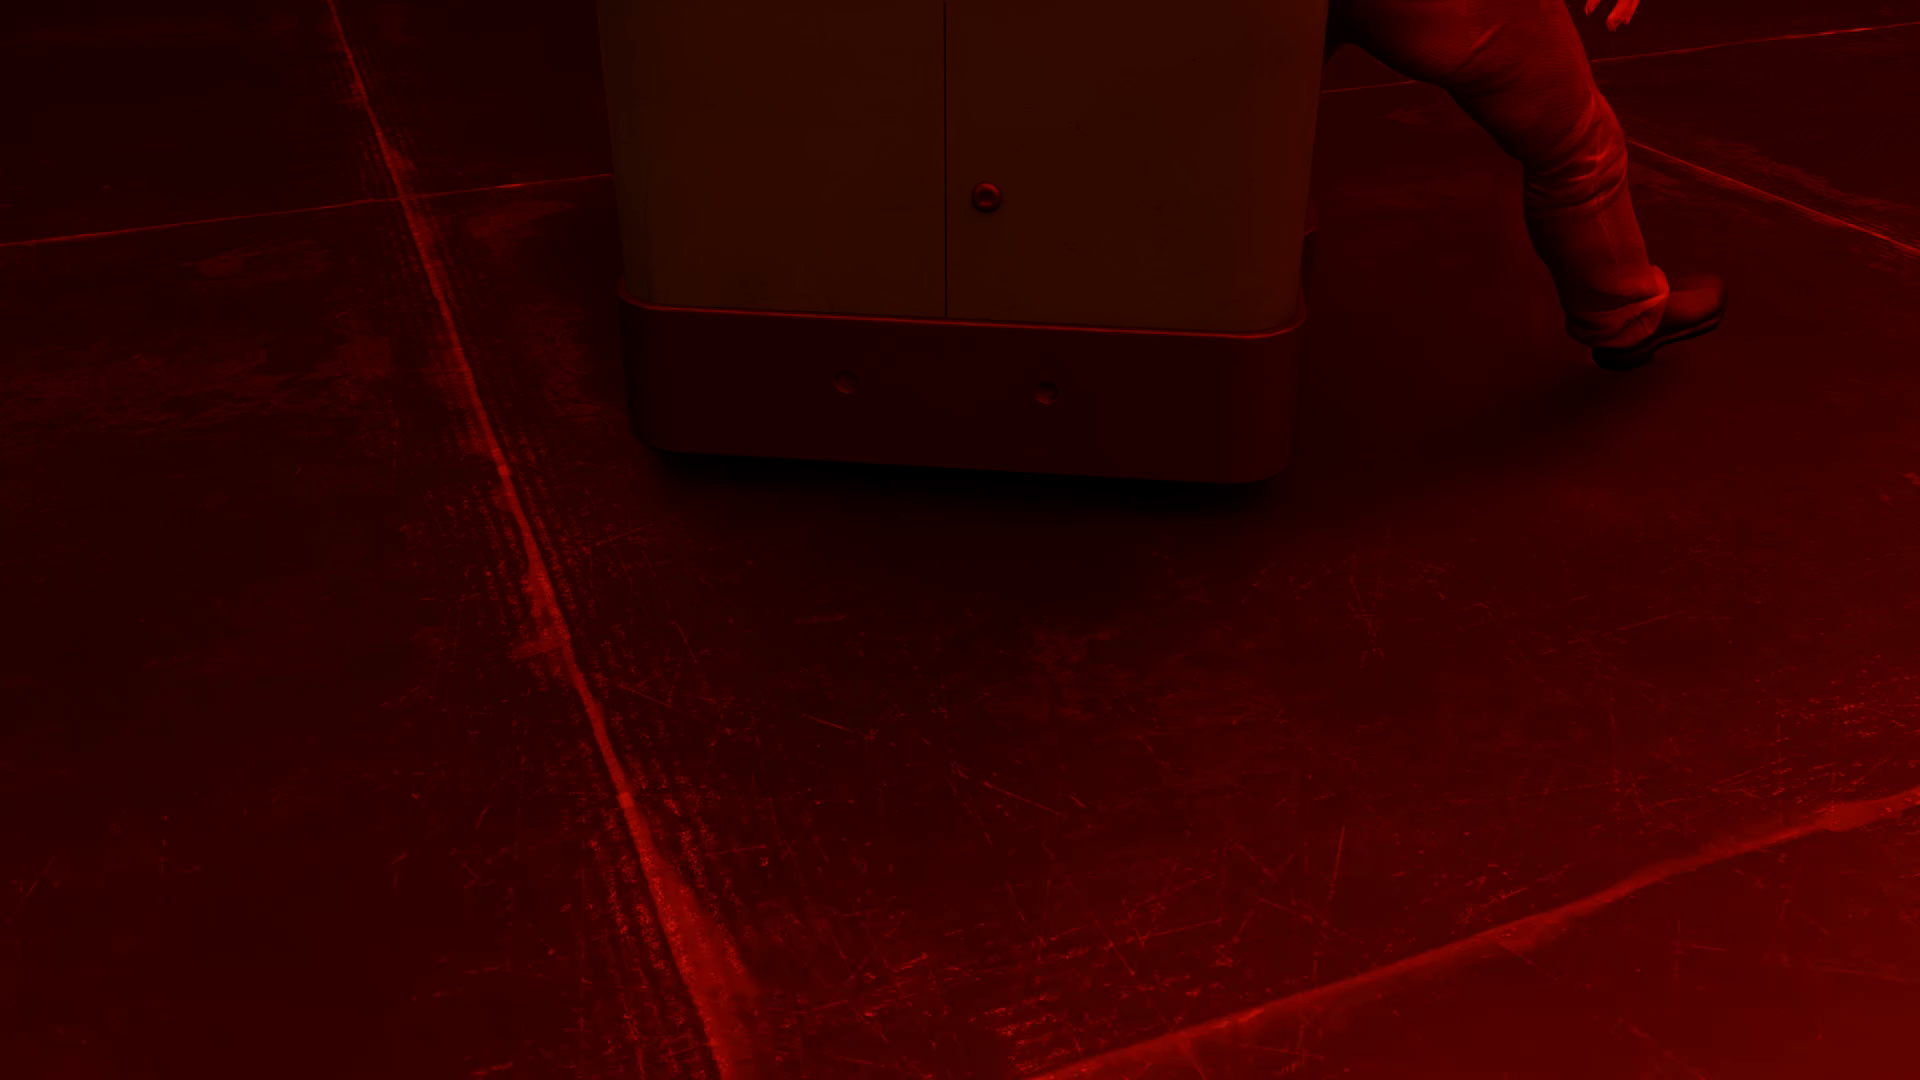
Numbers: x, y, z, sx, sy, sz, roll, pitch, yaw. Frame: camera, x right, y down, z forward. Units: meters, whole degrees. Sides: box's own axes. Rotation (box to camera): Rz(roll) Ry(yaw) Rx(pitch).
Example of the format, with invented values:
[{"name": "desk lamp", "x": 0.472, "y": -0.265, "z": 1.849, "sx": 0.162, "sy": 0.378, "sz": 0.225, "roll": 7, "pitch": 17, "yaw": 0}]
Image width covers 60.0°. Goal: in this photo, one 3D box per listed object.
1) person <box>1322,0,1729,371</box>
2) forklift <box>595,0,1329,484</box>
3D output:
[{"name": "person", "x": 0.746, "y": -0.964, "z": 2.704, "sx": 1.016, "sy": 1.405, "sz": 0.944, "roll": -24, "pitch": 37, "yaw": -35}, {"name": "forklift", "x": 0.169, "y": -2.064, "z": 3.162, "sx": 1.130, "sy": 2.935, "sz": 3.031, "roll": 4, "pitch": 30, "yaw": 6}]
